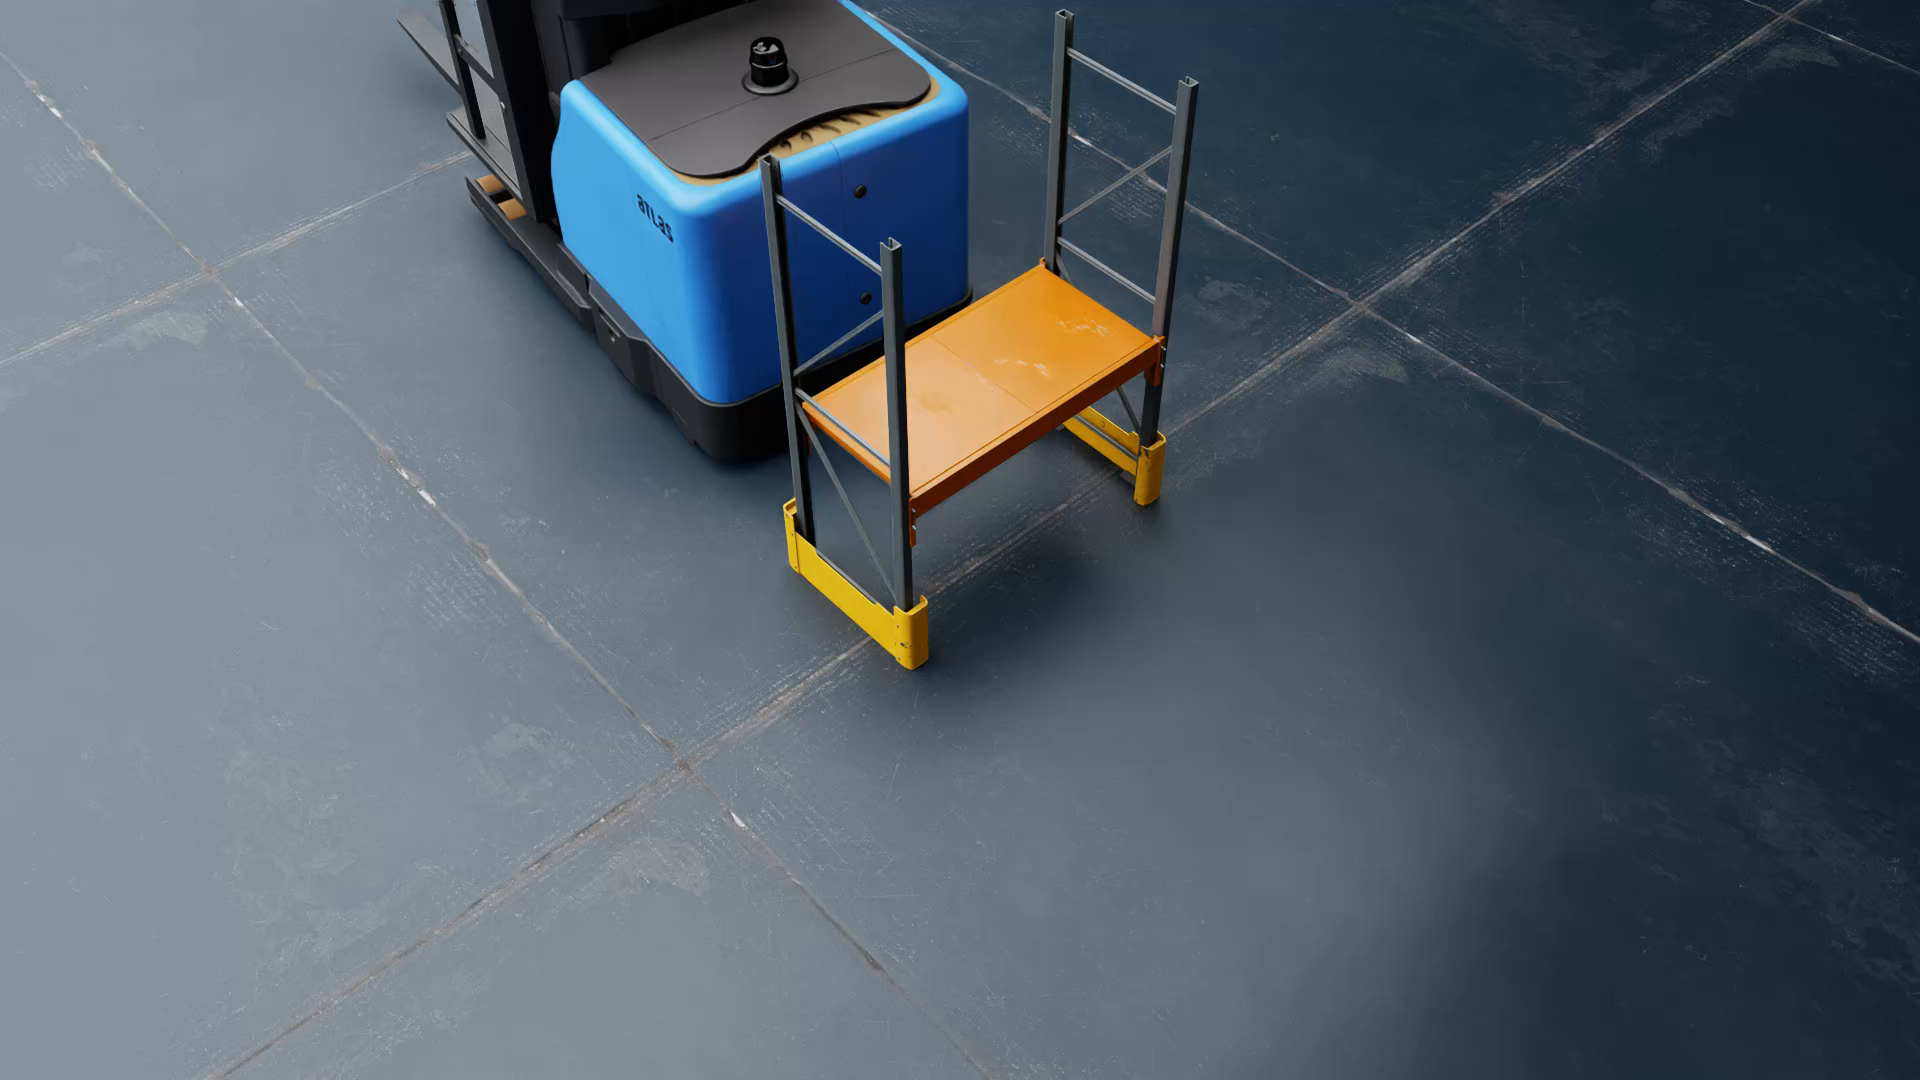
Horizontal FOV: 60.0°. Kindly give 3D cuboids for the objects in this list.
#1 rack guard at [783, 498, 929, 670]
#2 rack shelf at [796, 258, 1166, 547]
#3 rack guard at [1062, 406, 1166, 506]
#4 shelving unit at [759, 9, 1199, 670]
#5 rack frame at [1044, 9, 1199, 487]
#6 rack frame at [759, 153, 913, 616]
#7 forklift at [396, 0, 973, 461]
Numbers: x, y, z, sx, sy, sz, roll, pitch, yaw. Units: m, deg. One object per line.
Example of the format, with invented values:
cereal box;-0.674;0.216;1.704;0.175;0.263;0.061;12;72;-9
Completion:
rack guard;-0.312;0.124;4.966;0.087;0.250;0.587;-34;56;-27
rack shelf;0.063;-0.429;4.870;1.000;0.185;0.538;-34;56;-27
rack guard;0.425;-0.369;5.420;0.087;0.250;0.587;-34;56;-27
shelving unit;0.056;-0.546;4.734;1.083;1.500;0.587;-34;56;-27
rack frame;0.439;-0.802;4.970;0.032;1.500;0.500;-34;56;-27
rack frame;-0.313;-0.299;4.506;0.032;1.500;0.500;-34;56;-27
forklift;-1.221;-2.299;5.377;1.130;2.935;3.031;-28;53;-23
